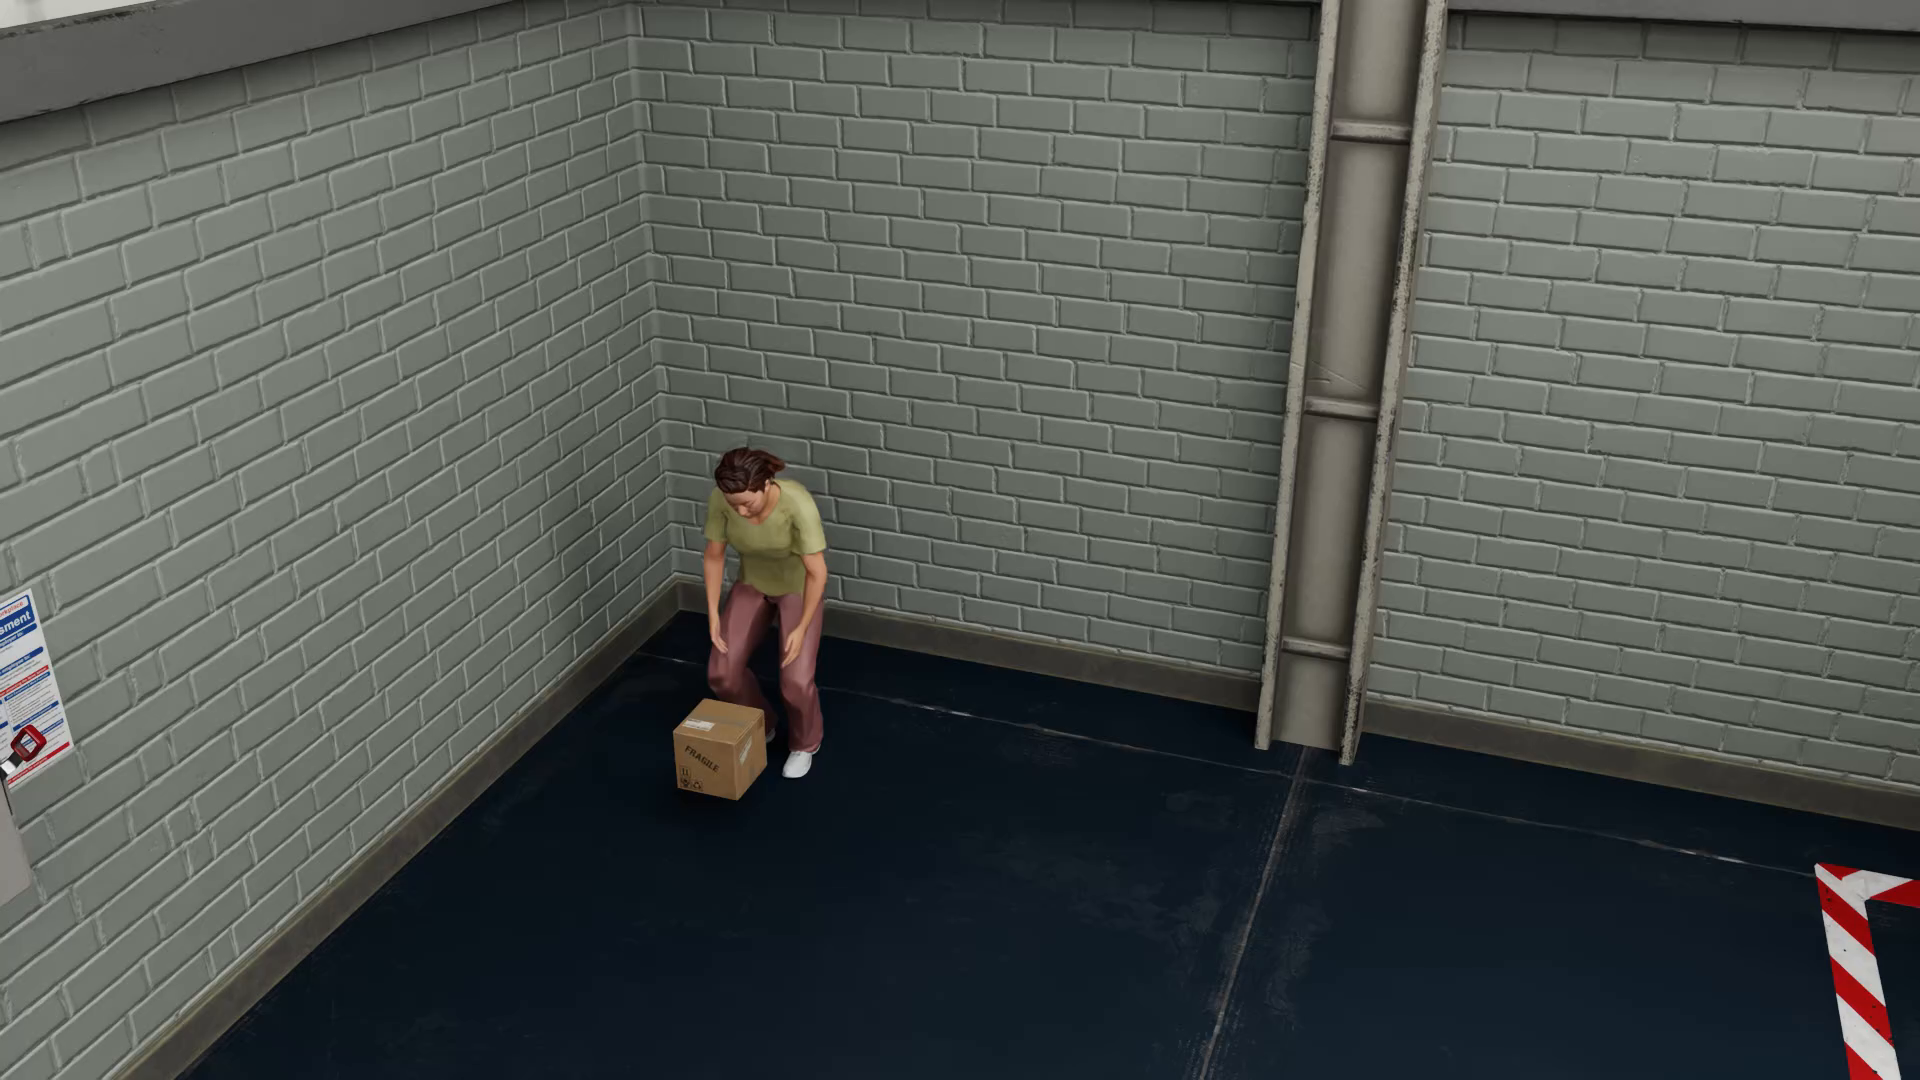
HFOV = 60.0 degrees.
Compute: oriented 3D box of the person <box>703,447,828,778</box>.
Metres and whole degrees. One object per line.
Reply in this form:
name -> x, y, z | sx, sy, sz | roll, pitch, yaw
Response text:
person -> -0.718, 0.250, 6.370 | 0.507, 1.444, 0.596 | 9, 27, 18
